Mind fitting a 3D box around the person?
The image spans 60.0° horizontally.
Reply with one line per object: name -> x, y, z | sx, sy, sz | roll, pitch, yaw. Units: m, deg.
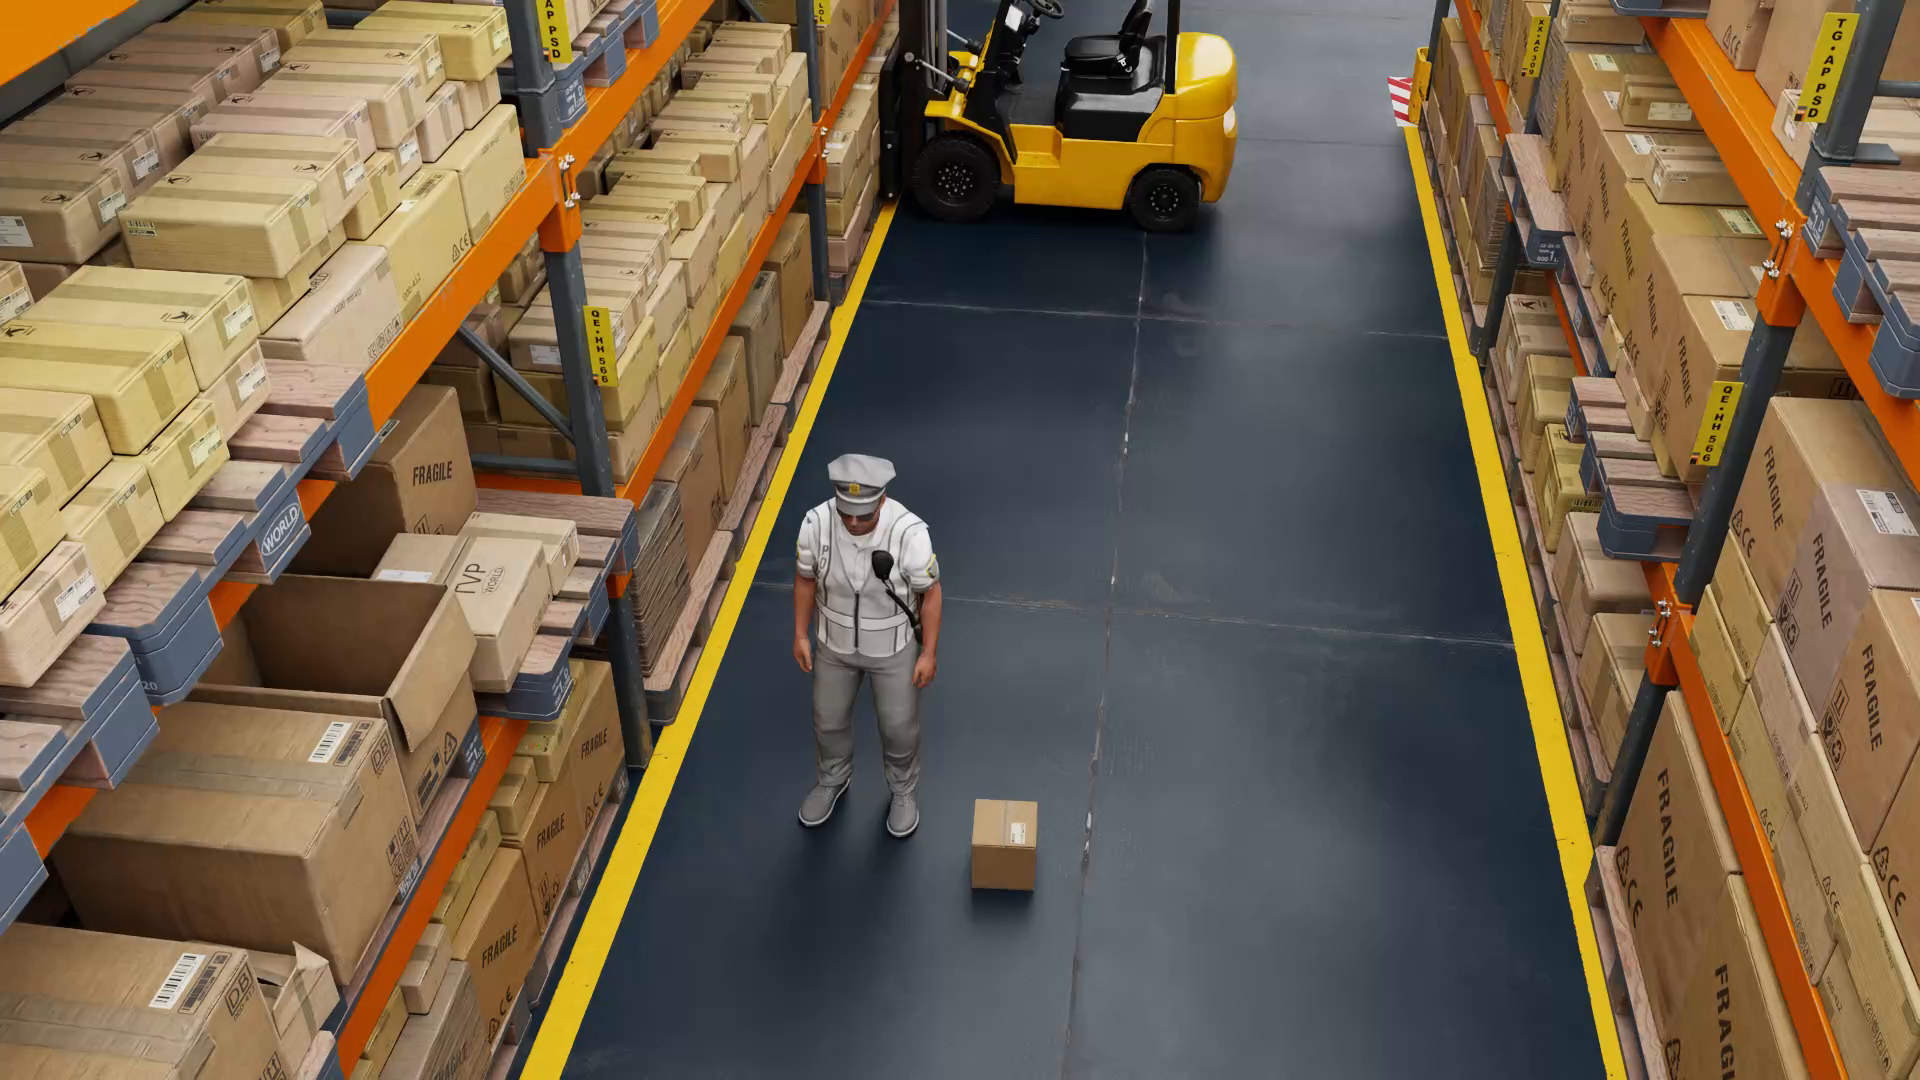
person -> -0.406, 0.411, 6.465 | 0.500, 1.749, 0.340 | 7, 36, 9
